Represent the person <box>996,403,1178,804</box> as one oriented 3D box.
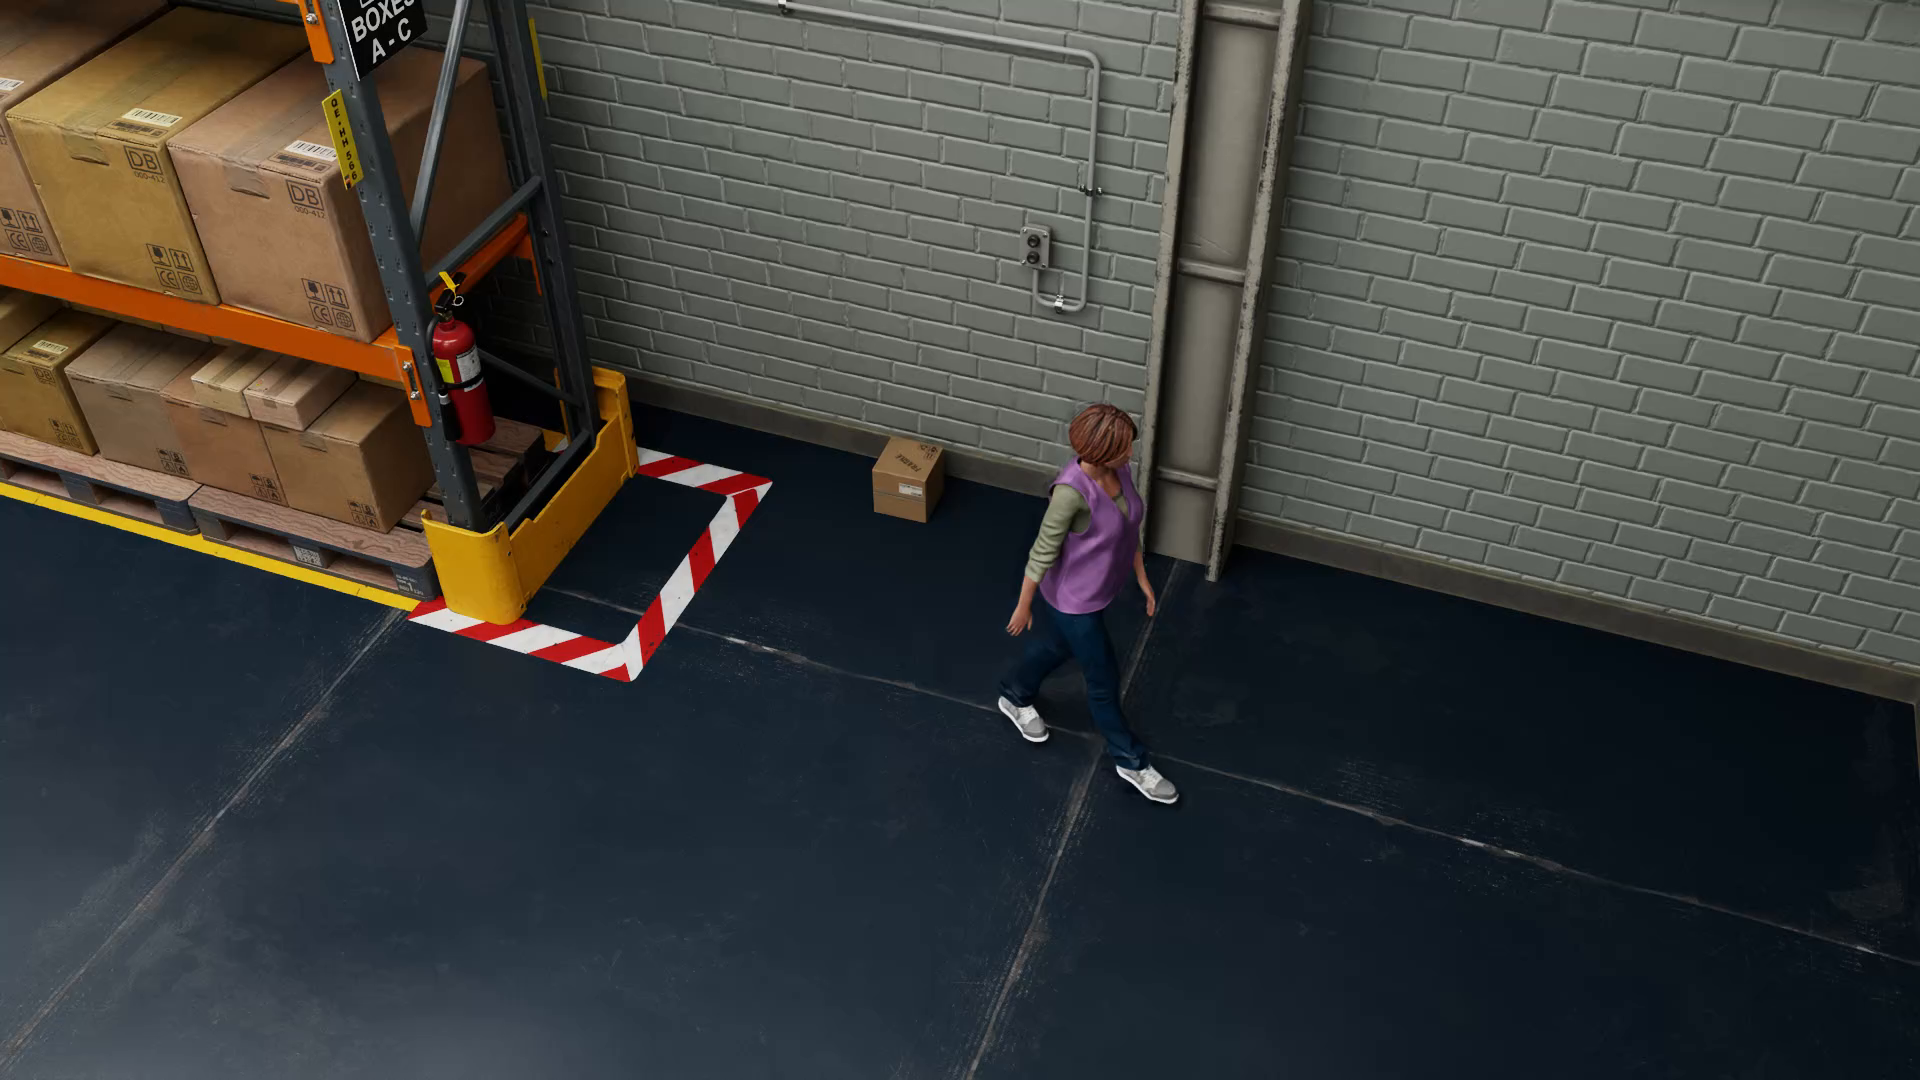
[{"bbox_3d":[0.503,0.211,5.917,0.834,1.554,0.487,22,47,22],"label":"person"}]
